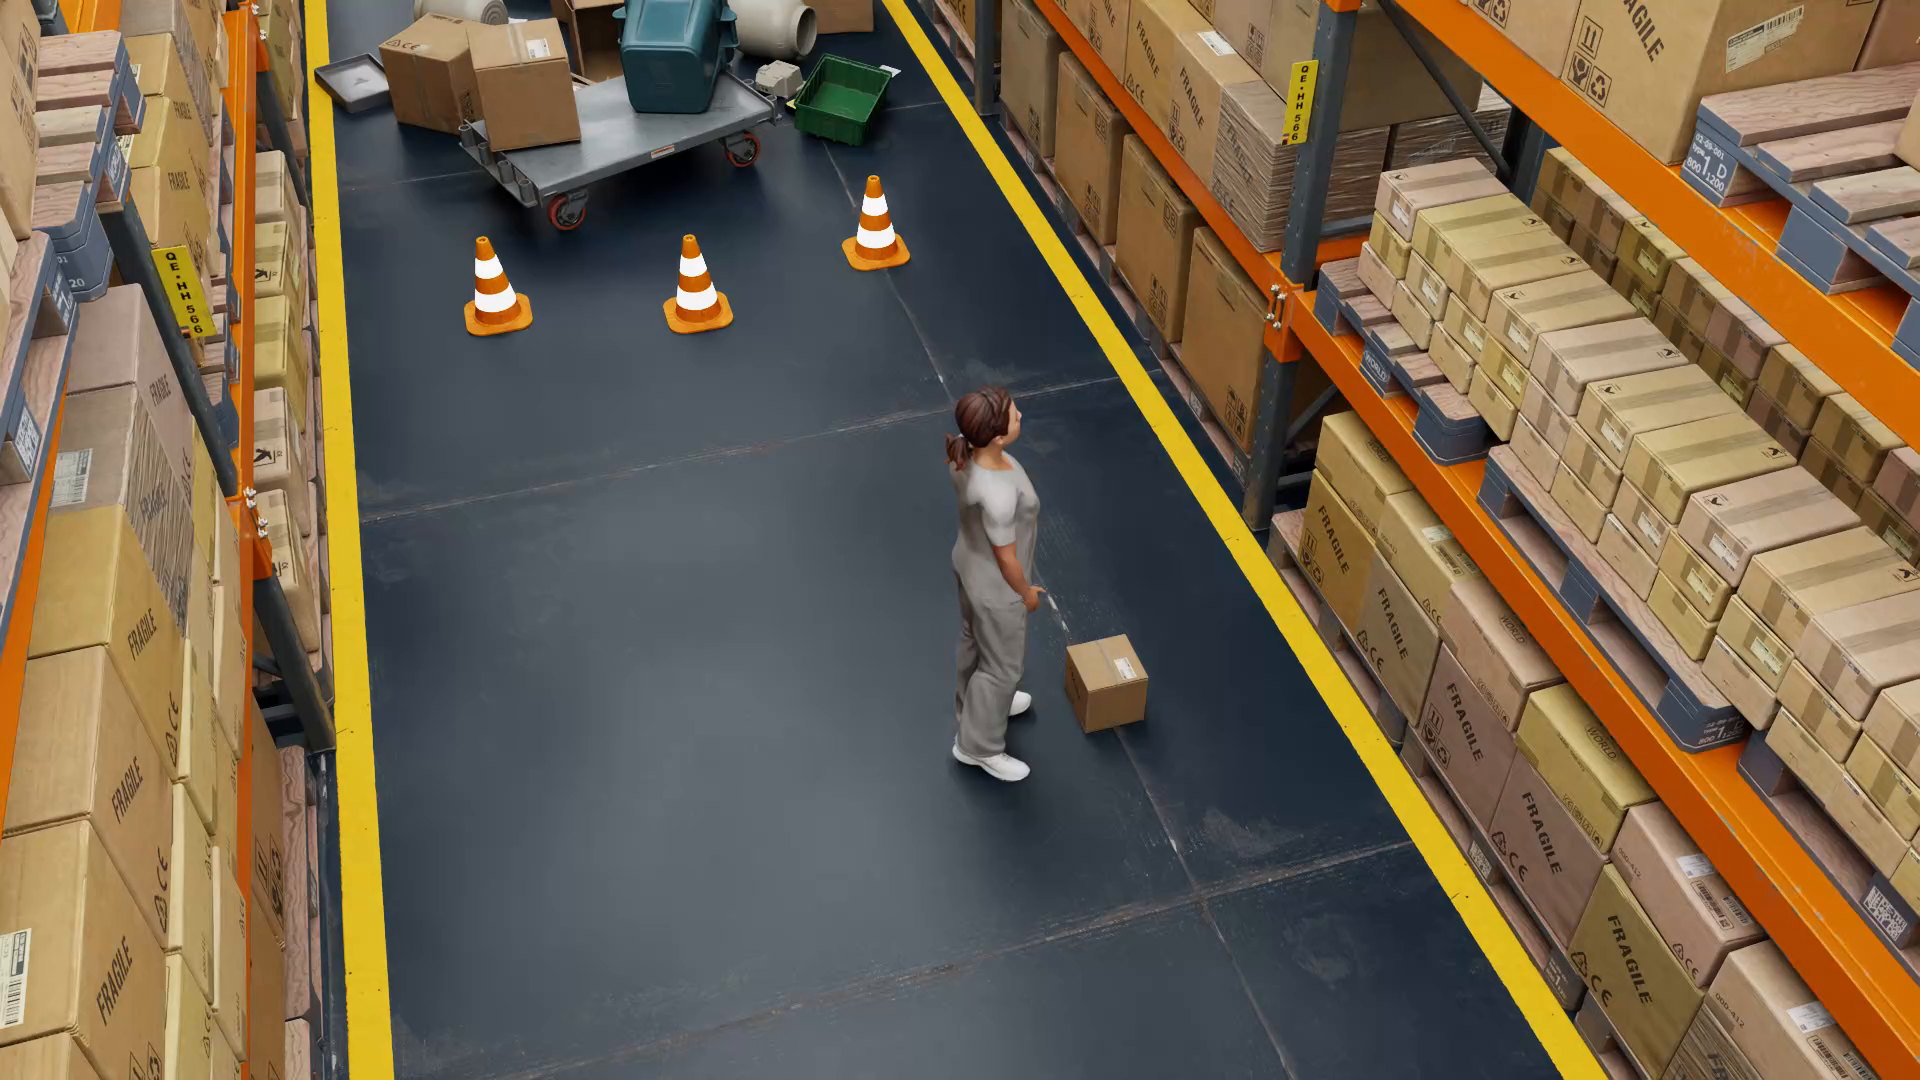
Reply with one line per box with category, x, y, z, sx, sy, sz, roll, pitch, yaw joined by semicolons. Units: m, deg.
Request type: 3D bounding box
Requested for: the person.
person;0.129;0.150;5.997;0.382;1.695;0.500;-12;44;-13
